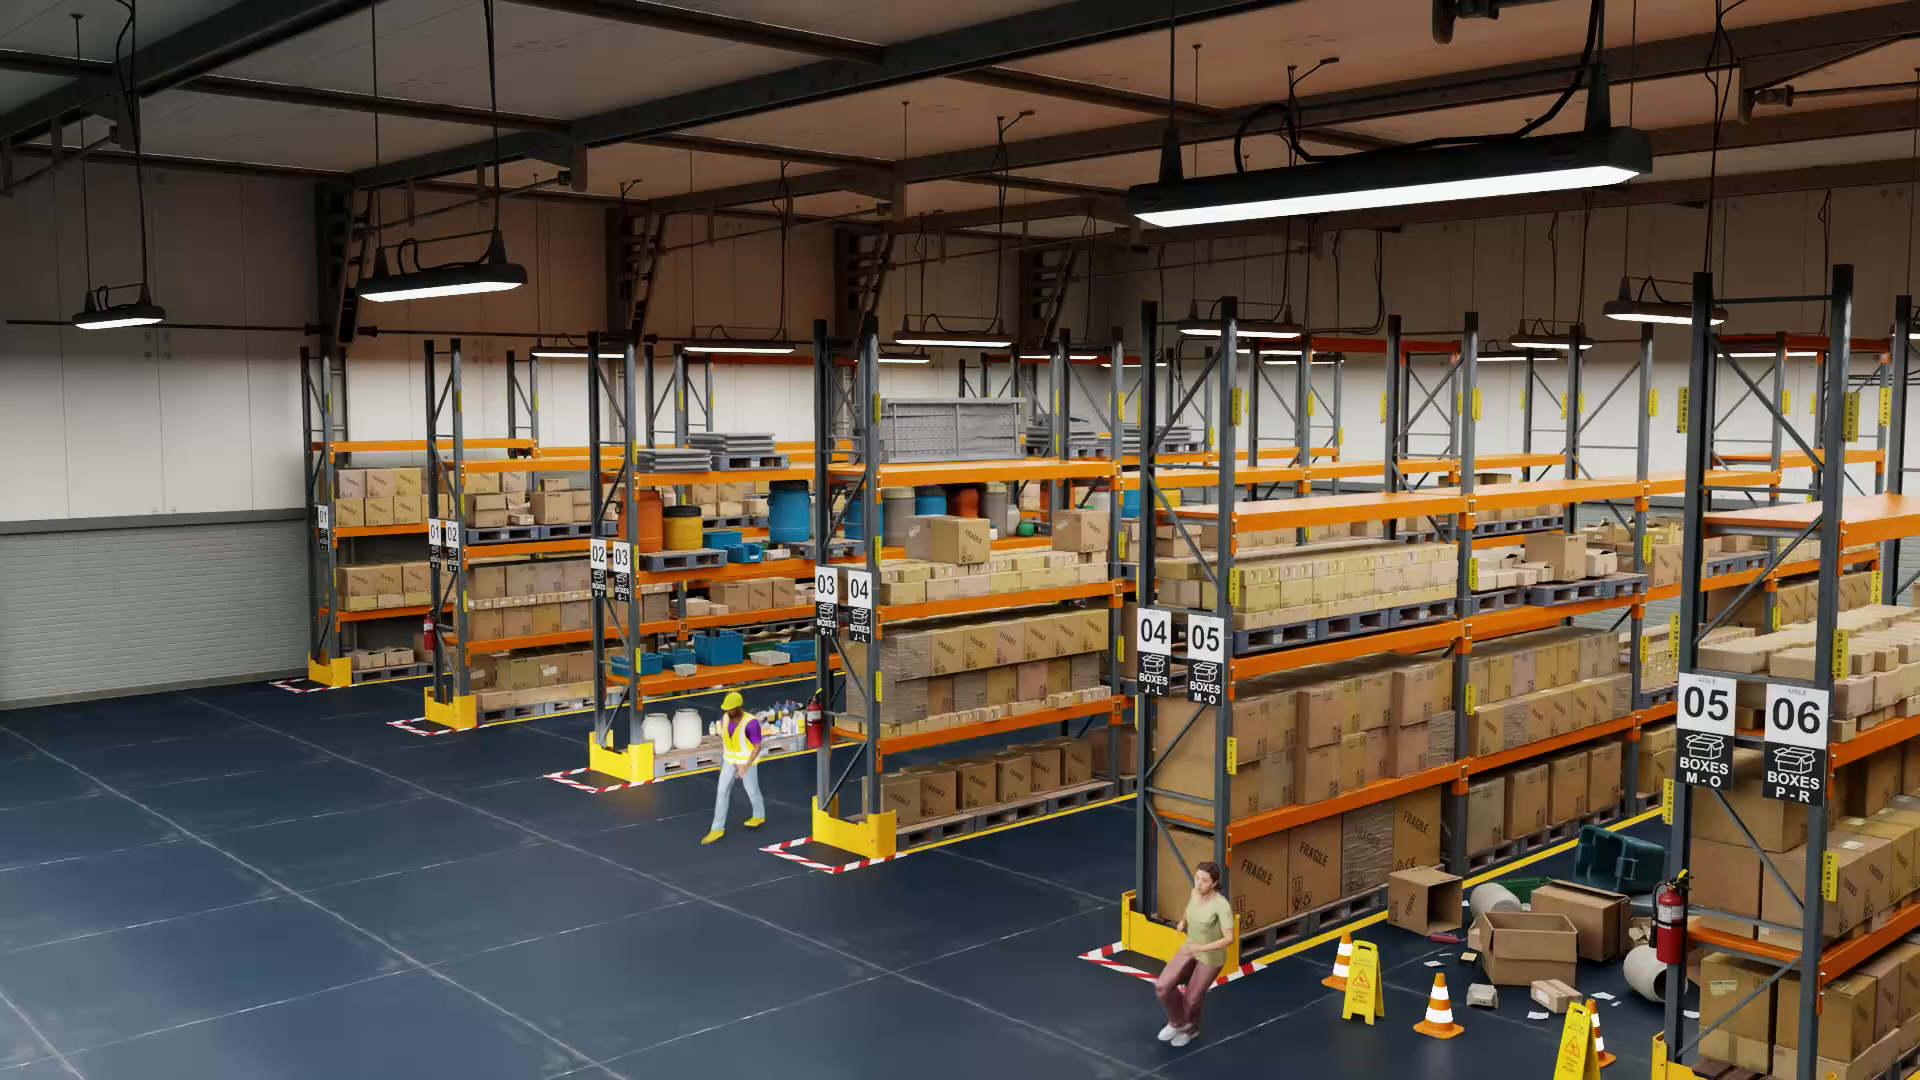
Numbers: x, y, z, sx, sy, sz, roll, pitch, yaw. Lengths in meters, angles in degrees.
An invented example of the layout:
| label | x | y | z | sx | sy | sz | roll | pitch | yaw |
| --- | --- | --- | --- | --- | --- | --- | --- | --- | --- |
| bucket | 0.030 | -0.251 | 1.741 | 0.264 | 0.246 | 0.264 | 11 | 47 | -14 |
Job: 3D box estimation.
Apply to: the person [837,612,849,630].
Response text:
| label | x | y | z | sx | sy | sz | roll | pitch | yaw |
| --- | --- | --- | --- | --- | --- | --- | --- | --- | --- |
| person | -2.468 | 1.196 | 35.196 | 0.645 | 1.820 | 0.730 | 3 | 6 | 32 |

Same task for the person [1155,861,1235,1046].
| label | x | y | z | sx | sy | sz | roll | pitch | yaw |
| --- | --- | --- | --- | --- | --- | --- | --- | --- | --- |
| person | 1.849 | 3.252 | 12.960 | 0.734 | 1.581 | 0.651 | 4 | 7 | 40 |

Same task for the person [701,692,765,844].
| label | x | y | z | sx | sy | sz | roll | pitch | yaw |
| --- | --- | --- | --- | --- | --- | --- | --- | --- | --- |
| person | -2.551 | 2.607 | 19.428 | 0.628 | 1.740 | 0.945 | 2 | 5 | 19 |
